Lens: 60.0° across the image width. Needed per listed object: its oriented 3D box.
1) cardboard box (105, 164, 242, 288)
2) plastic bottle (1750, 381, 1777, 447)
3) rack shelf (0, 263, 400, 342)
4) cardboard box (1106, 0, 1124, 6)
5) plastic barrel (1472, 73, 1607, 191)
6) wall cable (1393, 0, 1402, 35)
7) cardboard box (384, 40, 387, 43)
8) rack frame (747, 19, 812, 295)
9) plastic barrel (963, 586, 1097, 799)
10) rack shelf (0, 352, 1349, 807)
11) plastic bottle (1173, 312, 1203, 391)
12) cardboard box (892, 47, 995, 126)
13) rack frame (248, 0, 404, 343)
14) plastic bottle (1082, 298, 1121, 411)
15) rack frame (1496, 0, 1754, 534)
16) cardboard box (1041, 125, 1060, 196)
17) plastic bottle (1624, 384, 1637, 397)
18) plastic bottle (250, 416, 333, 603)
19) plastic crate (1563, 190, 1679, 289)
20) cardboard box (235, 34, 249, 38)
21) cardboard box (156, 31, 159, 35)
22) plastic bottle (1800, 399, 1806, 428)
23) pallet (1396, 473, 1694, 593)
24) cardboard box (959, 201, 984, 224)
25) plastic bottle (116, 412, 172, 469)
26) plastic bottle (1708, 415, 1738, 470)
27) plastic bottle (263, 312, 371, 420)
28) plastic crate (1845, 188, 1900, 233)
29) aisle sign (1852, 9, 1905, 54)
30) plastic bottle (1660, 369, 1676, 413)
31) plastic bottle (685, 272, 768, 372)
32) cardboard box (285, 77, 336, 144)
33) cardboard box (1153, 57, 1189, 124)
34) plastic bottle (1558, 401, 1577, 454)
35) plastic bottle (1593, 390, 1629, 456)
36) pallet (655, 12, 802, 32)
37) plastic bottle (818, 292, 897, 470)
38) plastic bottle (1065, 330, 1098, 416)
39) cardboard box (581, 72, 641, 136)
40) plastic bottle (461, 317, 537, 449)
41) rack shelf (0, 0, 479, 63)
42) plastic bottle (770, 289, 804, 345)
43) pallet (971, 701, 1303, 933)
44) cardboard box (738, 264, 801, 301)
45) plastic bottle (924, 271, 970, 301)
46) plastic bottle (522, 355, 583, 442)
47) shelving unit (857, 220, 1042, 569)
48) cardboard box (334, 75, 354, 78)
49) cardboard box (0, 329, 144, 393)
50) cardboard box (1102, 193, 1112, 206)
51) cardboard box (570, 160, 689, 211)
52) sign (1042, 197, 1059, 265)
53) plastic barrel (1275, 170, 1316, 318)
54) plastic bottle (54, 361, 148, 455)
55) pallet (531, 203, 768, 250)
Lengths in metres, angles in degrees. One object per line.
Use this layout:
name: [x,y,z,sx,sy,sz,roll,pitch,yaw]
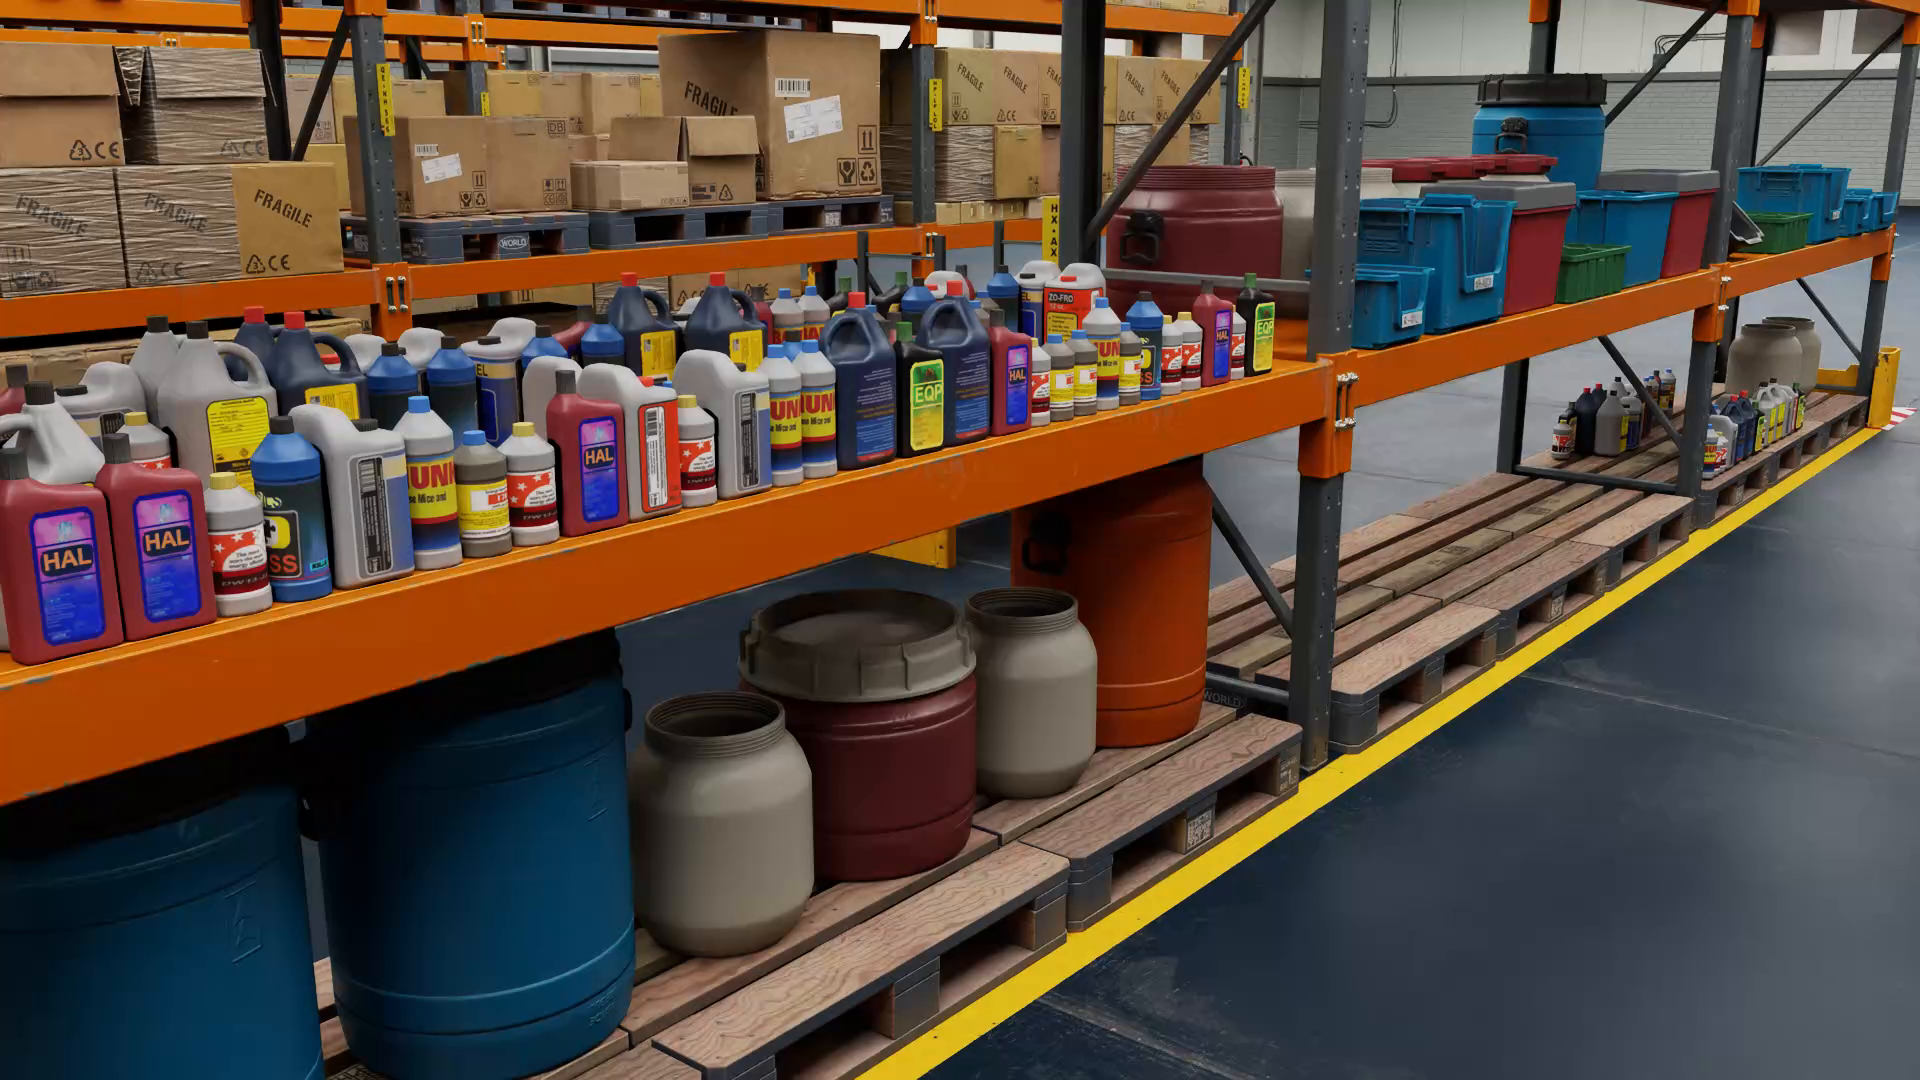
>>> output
cardboard box: [-3.541,-1.392,7.308,0.500,0.500,0.500,11,18,37]
plastic bottle: [4.477,-0.708,9.304,0.144,0.351,0.185,11,18,37]
rack shelf: [-4.363,-0.839,6.796,1.077,0.370,4.000,11,18,38]
cardboard box: [0.865,-4.063,12.235,0.500,0.250,0.500,11,18,37]
plastic barrel: [2.782,-1.787,8.045,0.600,0.901,0.708,11,18,38]
wall cable: [13.052,-14.947,44.733,3.097,2.526,0.112,11,18,38]
cardboard box: [-6.619,-5.616,18.557,0.380,0.149,0.250,11,18,36]
rack frame: [-1.872,-3.890,17.344,1.000,3.000,0.127,11,18,38]
plastic barrel: [0.167,0.416,4.593,0.421,0.512,0.421,0,14,0]
rack shelf: [-0.510,-0.073,3.779,1.077,0.370,4.000,11,18,38]
plastic bottle: [0.592,-0.501,4.408,0.097,0.201,0.097,0,14,0]
cardboard box: [-0.111,-3.061,11.243,0.500,0.500,0.500,11,18,38]
rack frame: [-3.106,-1.571,8.215,1.000,3.000,0.127,11,18,38]
plastic bottle: [0.348,-0.461,4.106,0.097,0.271,0.097,0,14,0]
rack frame: [3.261,-1.571,8.214,1.000,3.000,0.127,11,18,38]
cardboard box: [0.317,-2.808,12.277,0.875,0.500,0.500,11,18,38]
plastic bottle: [3.870,-0.761,9.664,0.152,0.276,0.135,12,18,39]
plastic bottle: [-1.002,-0.050,2.487,0.097,0.271,0.097,0,14,0]
plastic crate: [2.809,-1.304,7.194,0.392,0.384,0.575,11,18,38]
cardboard box: [-7.635,-5.331,17.432,0.380,0.149,0.250,11,18,38]
cardboard box: [-8.339,-5.311,17.353,0.380,0.149,0.250,11,18,38]
plastic bottle: [4.961,-0.774,9.868,0.097,0.201,0.097,0,14,0]
pallet: [2.797,-0.063,7.941,1.003,0.211,1.213,11,18,38]
cardboard box: [-0.055,-2.256,11.421,0.380,0.149,0.250,11,18,38]
plastic bottle: [-1.433,-0.122,2.915,0.097,0.201,0.097,0,14,0]
plastic bottle: [3.984,-0.523,8.728,0.152,0.276,0.135,12,19,40]
plastic bottle: [-1.216,-0.254,3.133,0.144,0.351,0.185,11,18,38]
plastic crate: [5.693,-2.122,10.688,0.499,0.251,0.616,11,18,38]
aisle sign: [6.051,-3.564,10.782,0.394,0.787,0.004,11,18,38]
plastic bottle: [4.393,-0.929,10.334,0.097,0.271,0.097,0,14,0]
plastic bottle: [-0.549,-0.455,3.920,0.144,0.351,0.185,11,18,38]
cardboard box: [-5.333,-3.366,13.045,0.700,0.500,0.500,11,18,38]
cardboard box: [1.459,-3.540,13.129,0.500,0.500,0.500,11,18,38]
plastic bottle: [3.306,-0.611,9.057,0.061,0.283,0.133,12,19,40]
plastic bottle: [3.553,-0.646,9.059,0.144,0.351,0.185,11,18,38]
pallet: [-2.330,-5.157,16.420,1.003,0.211,1.213,11,18,38]
plastic bottle: [-0.227,-0.333,3.443,0.144,0.351,0.185,11,18,38]
plastic bottle: [0.286,-0.408,4.041,0.097,0.201,0.097,0,14,0]
cardboard box: [-3.426,-3.991,15.243,0.875,0.550,0.550,11,18,38]
plastic bottle: [-0.994,-0.341,3.624,0.152,0.276,0.135,11,18,38]
rack shelf: [-5.643,-3.846,12.540,1.077,0.370,4.000,11,18,38]
plastic bottle: [-0.452,-0.514,4.317,0.097,0.271,0.097,0,14,0]
pallet: [0.283,0.704,4.922,1.003,0.211,1.213,11,18,38]
cardboard box: [-2.247,-2.924,17.002,0.875,0.875,0.875,11,18,38]
plastic bottle: [-0.068,-0.623,4.735,0.152,0.276,0.135,11,18,38]
plastic bottle: [-0.717,-0.209,3.106,0.152,0.276,0.135,11,18,38]
shelving unit: [0.048,-0.742,7.996,0.587,1.500,1.083,11,18,38]
cardboard box: [-6.923,-4.899,18.477,0.700,0.500,0.500,11,18,37]
cardboard box: [-4.122,-0.446,7.250,1.225,0.875,0.875,11,18,38]
cardboard box: [1.043,-2.591,12.742,0.380,0.149,0.250,11,18,38]
cardboard box: [-1.874,-1.987,9.305,0.500,0.250,0.500,11,18,36]
sign: [0.314,-0.968,5.508,0.100,0.325,0.005,11,18,38]
plastic barrel: [1.227,-1.089,6.090,0.421,0.512,0.421,0,14,0]
plastic bottle: [-1.542,-0.174,2.967,0.152,0.276,0.135,11,18,38]
pallet: [-1.894,-1.864,9.756,1.003,0.211,1.213,11,18,38]
